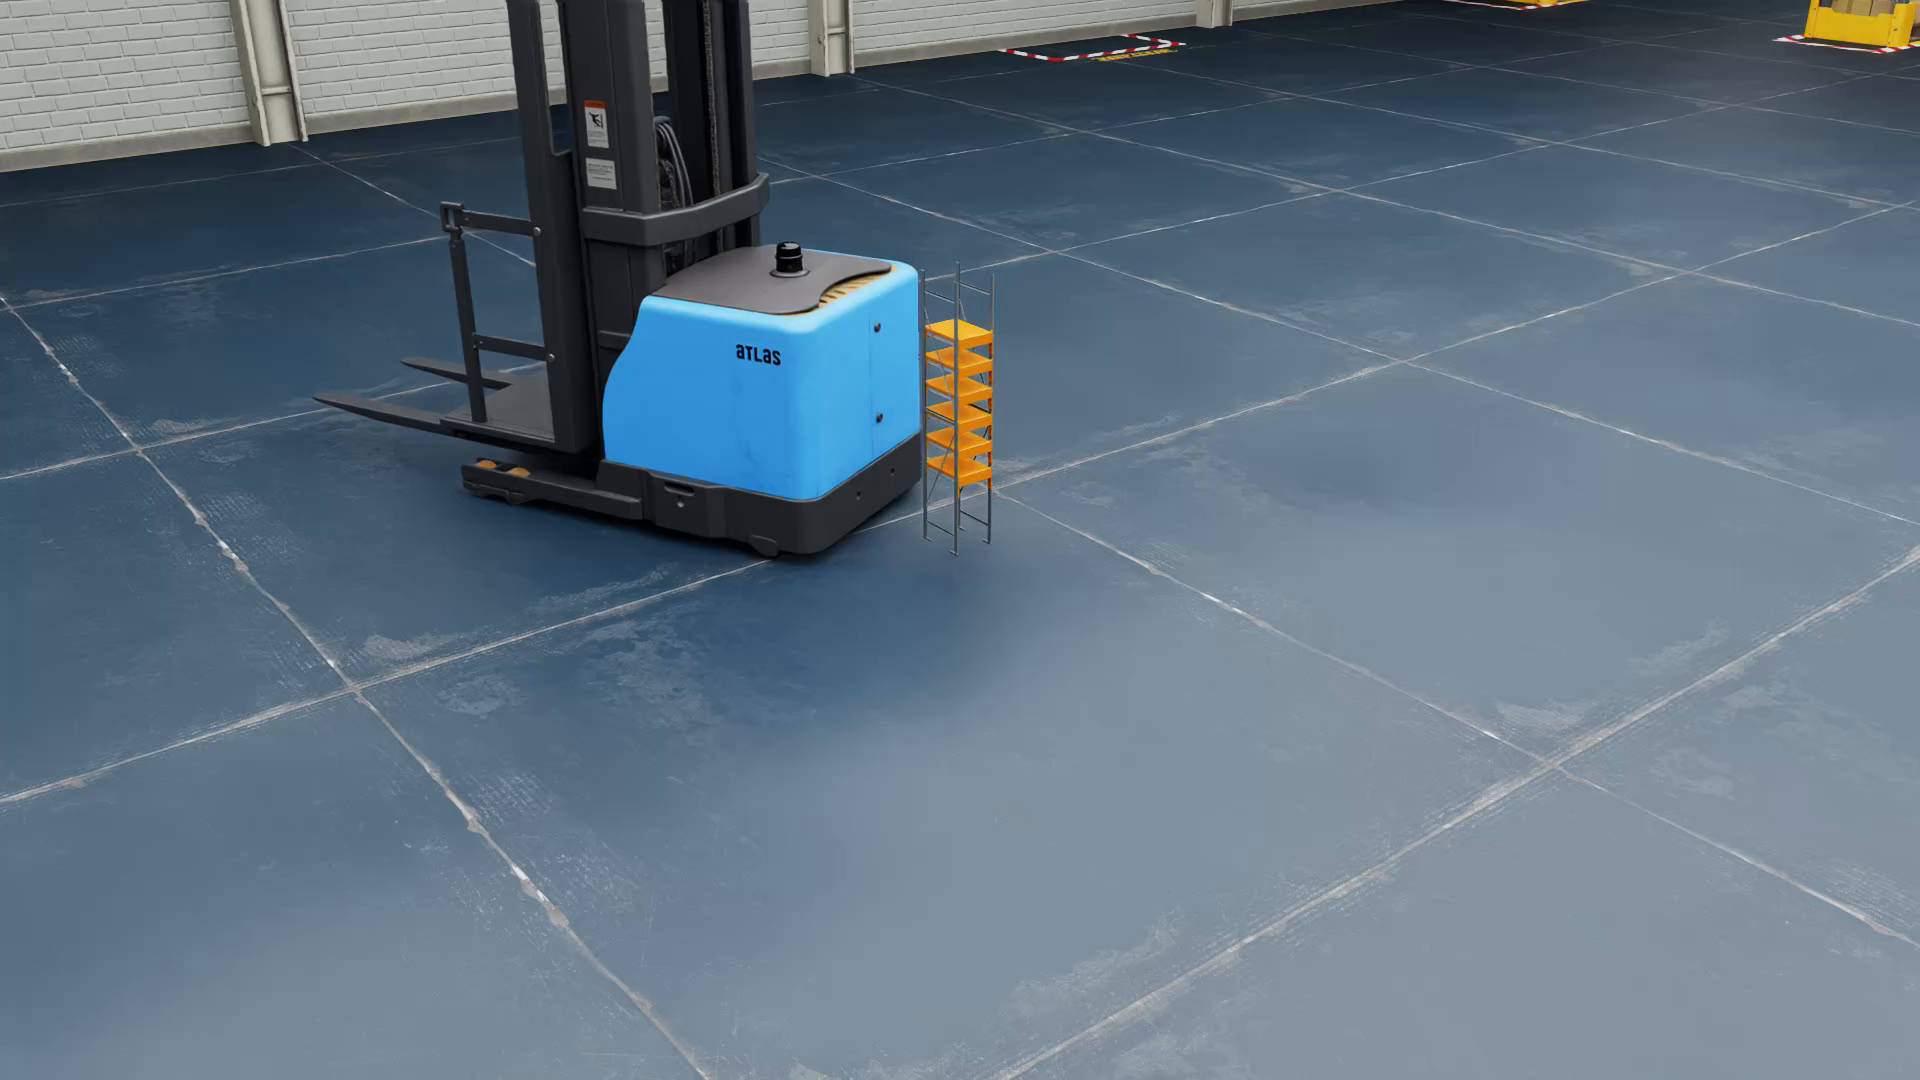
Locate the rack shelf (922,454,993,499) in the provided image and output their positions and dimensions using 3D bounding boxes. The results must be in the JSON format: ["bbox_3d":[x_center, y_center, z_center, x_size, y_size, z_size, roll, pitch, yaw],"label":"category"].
[{"bbox_3d":[-0.011,-0.282,7.109,0.180,0.103,0.258,-18,31,-34],"label":"rack shelf"}]

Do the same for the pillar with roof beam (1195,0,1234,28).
[{"bbox_3d":[5.966,-9.380,16.771,0.400,9.000,9.100,-18,31,-34],"label":"pillar with roof beam"}]

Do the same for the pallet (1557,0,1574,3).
[{"bbox_3d":[8.735,-8.129,24.515,1.213,0.211,1.003,-18,31,-34],"label":"pallet"}]

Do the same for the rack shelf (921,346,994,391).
[{"bbox_3d":[-0.011,-0.718,6.907,0.180,0.103,0.258,-18,31,-34],"label":"rack shelf"}]

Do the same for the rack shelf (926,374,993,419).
[{"bbox_3d":[-0.011,-0.609,6.957,0.180,0.103,0.258,-18,31,-34],"label":"rack shelf"}]

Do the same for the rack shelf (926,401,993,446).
[{"bbox_3d":[-0.011,-0.500,7.008,0.180,0.103,0.258,-18,31,-34],"label":"rack shelf"}]

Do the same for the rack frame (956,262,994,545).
[{"bbox_3d":[0.061,-0.564,7.041,0.006,1.200,0.240,-18,31,-34],"label":"rack frame"}]

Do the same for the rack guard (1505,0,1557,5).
[{"bbox_3d":[8.074,-8.061,24.025,0.348,0.500,1.175,-18,31,-34],"label":"rack guard"}]

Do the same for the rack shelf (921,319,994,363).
[{"bbox_3d":[-0.011,-0.827,6.856,0.180,0.103,0.258,-18,31,-34],"label":"rack shelf"}]

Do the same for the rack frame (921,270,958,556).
[{"bbox_3d":[-0.083,-0.517,6.938,0.006,1.200,0.240,-18,31,-34],"label":"rack frame"}]

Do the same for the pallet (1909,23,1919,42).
[{"bbox_3d":[11.650,-6.483,20.967,1.213,0.211,1.003,-18,31,-34],"label":"pallet"}]

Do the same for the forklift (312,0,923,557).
[{"bbox_3d":[-1.719,-1.675,7.378,3.031,2.935,1.130,12,28,24],"label":"forklift"}]

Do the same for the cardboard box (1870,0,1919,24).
[{"bbox_3d":[11.633,-6.544,20.554,0.500,0.250,0.500,-18,31,-34],"label":"cardboard box"}]

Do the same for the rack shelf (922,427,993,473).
[{"bbox_3d":[-0.011,-0.391,7.059,0.180,0.103,0.258,-18,31,-34],"label":"rack shelf"}]

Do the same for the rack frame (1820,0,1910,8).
[{"bbox_3d":[11.074,-7.535,19.922,0.127,3.000,1.000,-18,31,-34],"label":"rack frame"}]

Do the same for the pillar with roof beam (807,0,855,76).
[{"bbox_3d":[1.245,-7.821,13.413,0.400,9.000,9.100,-18,31,-34],"label":"pillar with roof beam"}]

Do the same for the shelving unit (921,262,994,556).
[{"bbox_3d":[-0.011,-0.540,6.989,0.189,1.200,0.258,-18,31,-34],"label":"shelving unit"}]

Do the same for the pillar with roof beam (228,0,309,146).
[{"bbox_3d":[-3.477,-6.263,10.054,0.400,9.000,9.100,-18,31,-34],"label":"pillar with roof beam"}]

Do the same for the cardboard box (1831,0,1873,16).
[{"bbox_3d":[11.314,-6.715,20.924,0.500,0.250,0.500,-18,31,-34],"label":"cardboard box"}]

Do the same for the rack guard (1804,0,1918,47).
[{"bbox_3d":[11.055,-6.395,20.435,0.348,0.500,1.175,-18,31,-34],"label":"rack guard"}]
